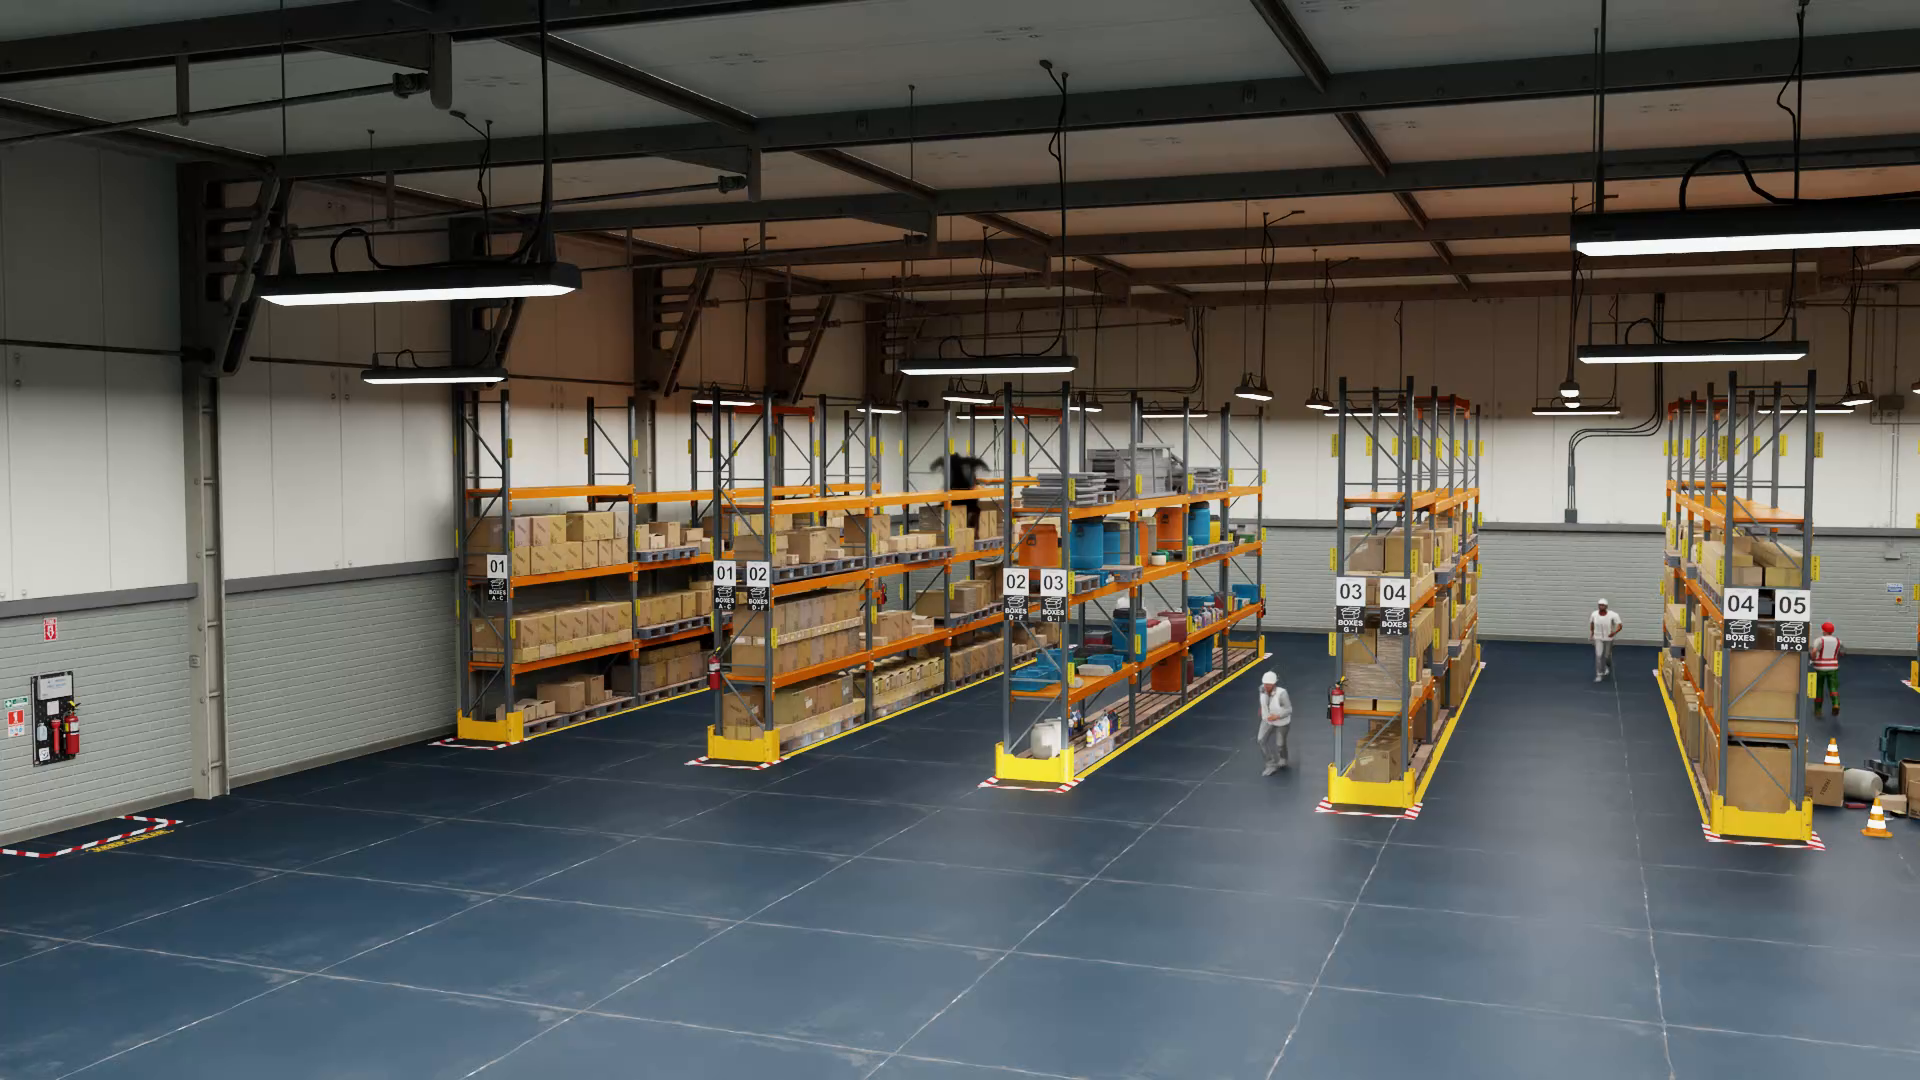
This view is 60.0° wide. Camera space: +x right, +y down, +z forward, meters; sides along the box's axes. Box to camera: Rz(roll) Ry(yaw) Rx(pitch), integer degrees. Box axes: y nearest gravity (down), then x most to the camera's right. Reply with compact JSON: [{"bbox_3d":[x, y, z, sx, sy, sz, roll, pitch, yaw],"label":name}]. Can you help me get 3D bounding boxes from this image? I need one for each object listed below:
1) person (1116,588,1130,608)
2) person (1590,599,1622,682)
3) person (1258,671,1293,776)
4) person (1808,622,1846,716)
[{"bbox_3d":[3.709,1.846,37.054,0.585,1.702,0.618,1,3,16],"label":"person"},{"bbox_3d":[13.916,2.145,35.848,0.678,1.770,0.879,2,4,31],"label":"person"},{"bbox_3d":[4.872,2.772,25.532,0.665,1.606,1.077,2,4,33],"label":"person"},{"bbox_3d":[16.036,2.394,30.769,0.655,1.765,1.000,1,3,14],"label":"person"}]
